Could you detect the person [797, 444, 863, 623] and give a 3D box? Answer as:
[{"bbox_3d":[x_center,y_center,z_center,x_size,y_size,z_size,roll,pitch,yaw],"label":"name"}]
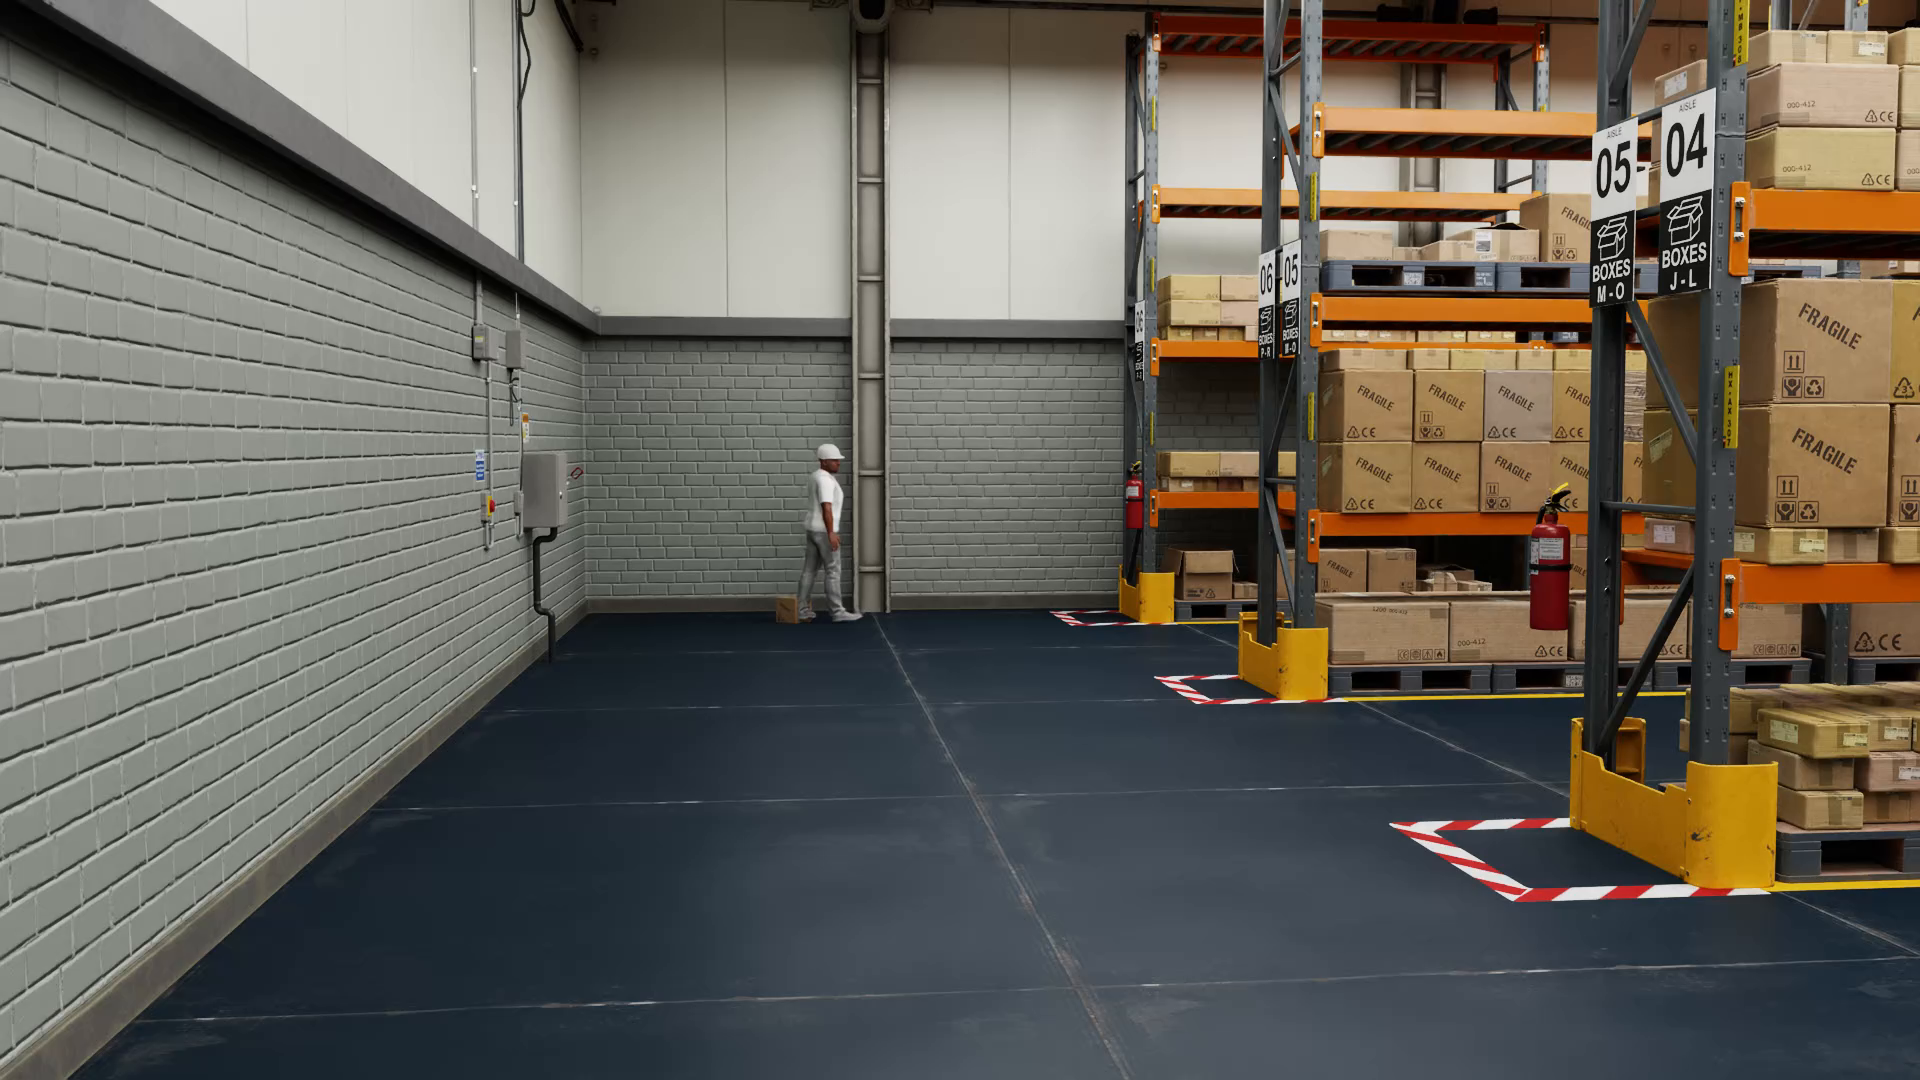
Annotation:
[{"bbox_3d":[-1.308,-0.070,16.521,0.609,1.766,0.636,-1,4,-24],"label":"person"}]
